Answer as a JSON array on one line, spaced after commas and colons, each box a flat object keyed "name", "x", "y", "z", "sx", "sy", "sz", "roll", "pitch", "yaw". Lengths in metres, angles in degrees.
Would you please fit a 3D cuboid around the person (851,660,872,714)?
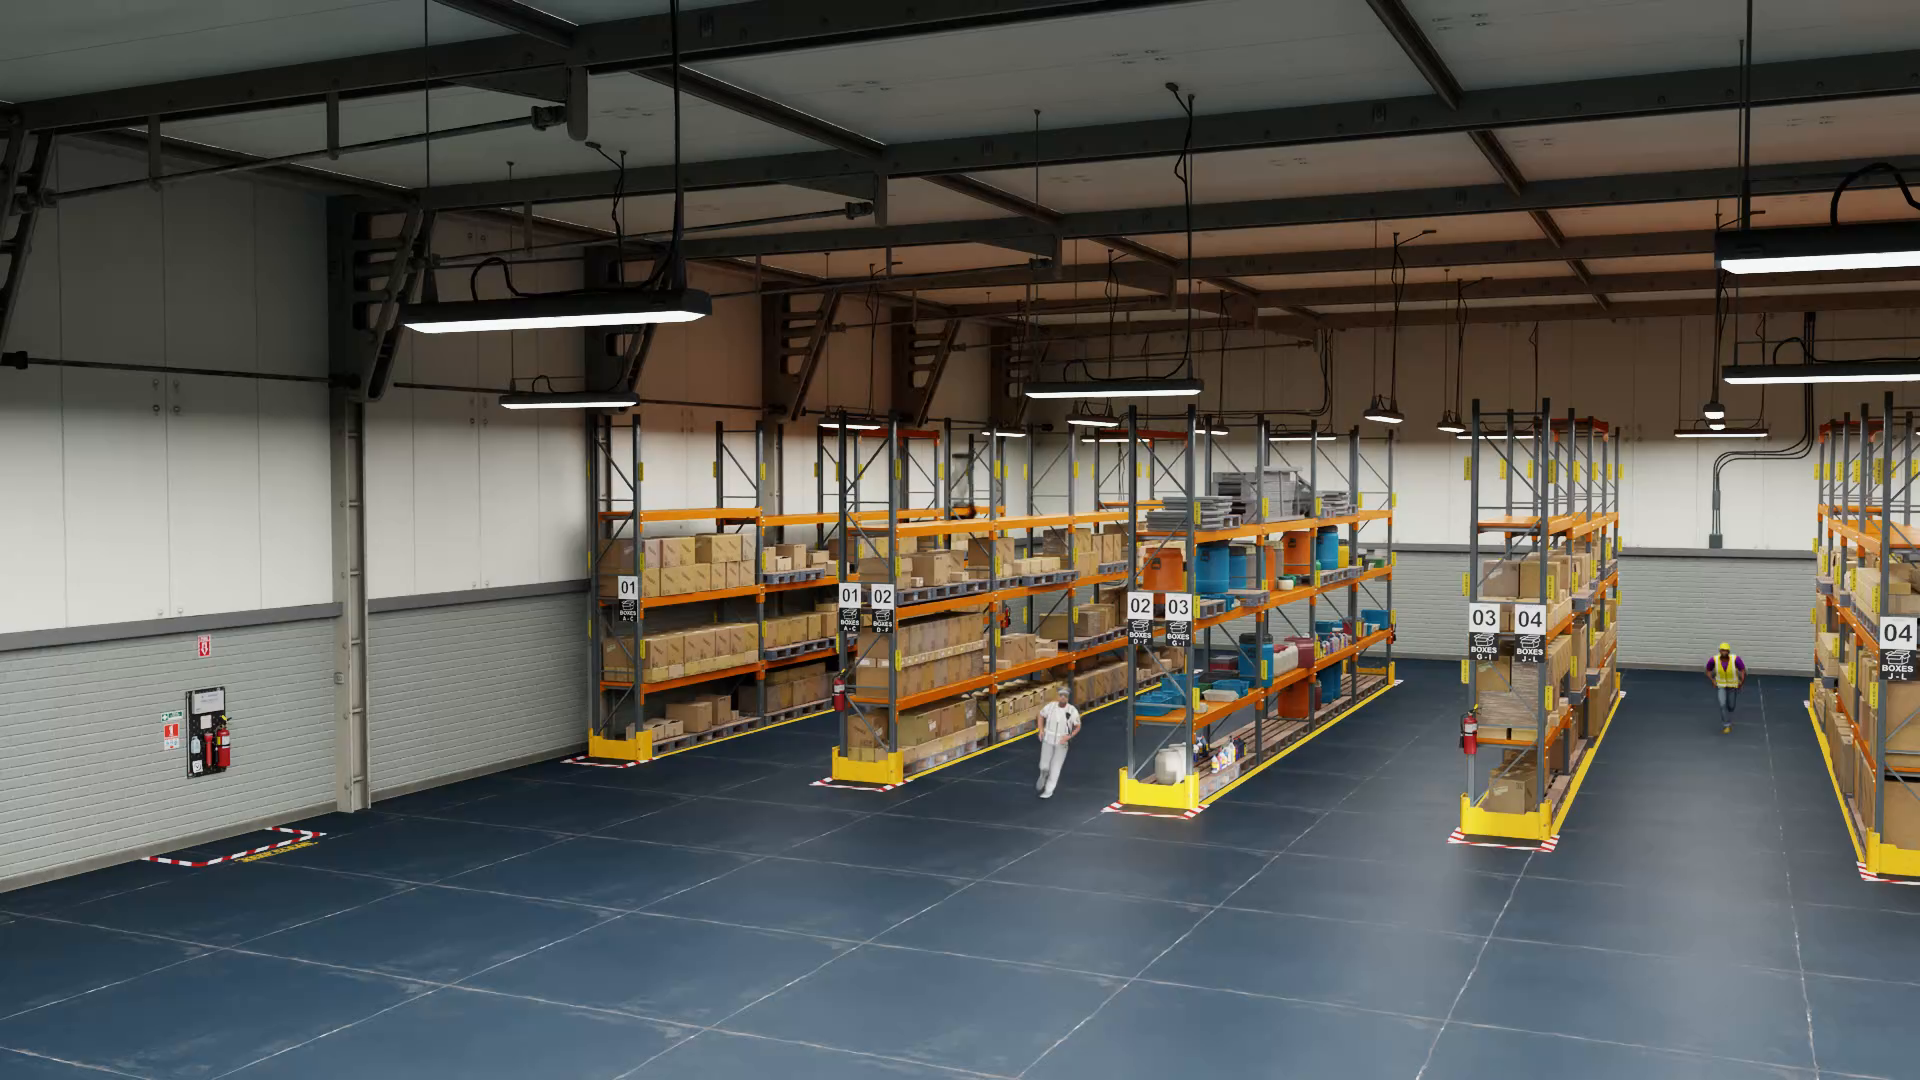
[{"name": "person", "x": -1.855, "y": 2.889, "z": 32.465, "sx": 0.594, "sy": 1.596, "sz": 0.684, "roll": 0, "pitch": 2, "yaw": 8}]

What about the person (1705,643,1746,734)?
[{"name": "person", "x": 14.794, "y": 2.842, "z": 32.148, "sx": 0.710, "sy": 1.745, "sz": 0.886, "roll": 1, "pitch": 3, "yaw": 21}]

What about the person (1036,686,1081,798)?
[{"name": "person", "x": 1.507, "y": 3.100, "z": 25.562, "sx": 0.716, "sy": 1.731, "sz": 0.546, "roll": 0, "pitch": 2, "yaw": 9}]

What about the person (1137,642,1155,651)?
[{"name": "person", "x": 4.774, "y": 2.360, "z": 42.831, "sx": 0.769, "sy": 1.794, "sz": 0.677, "roll": 1, "pitch": 3, "yaw": 32}]
